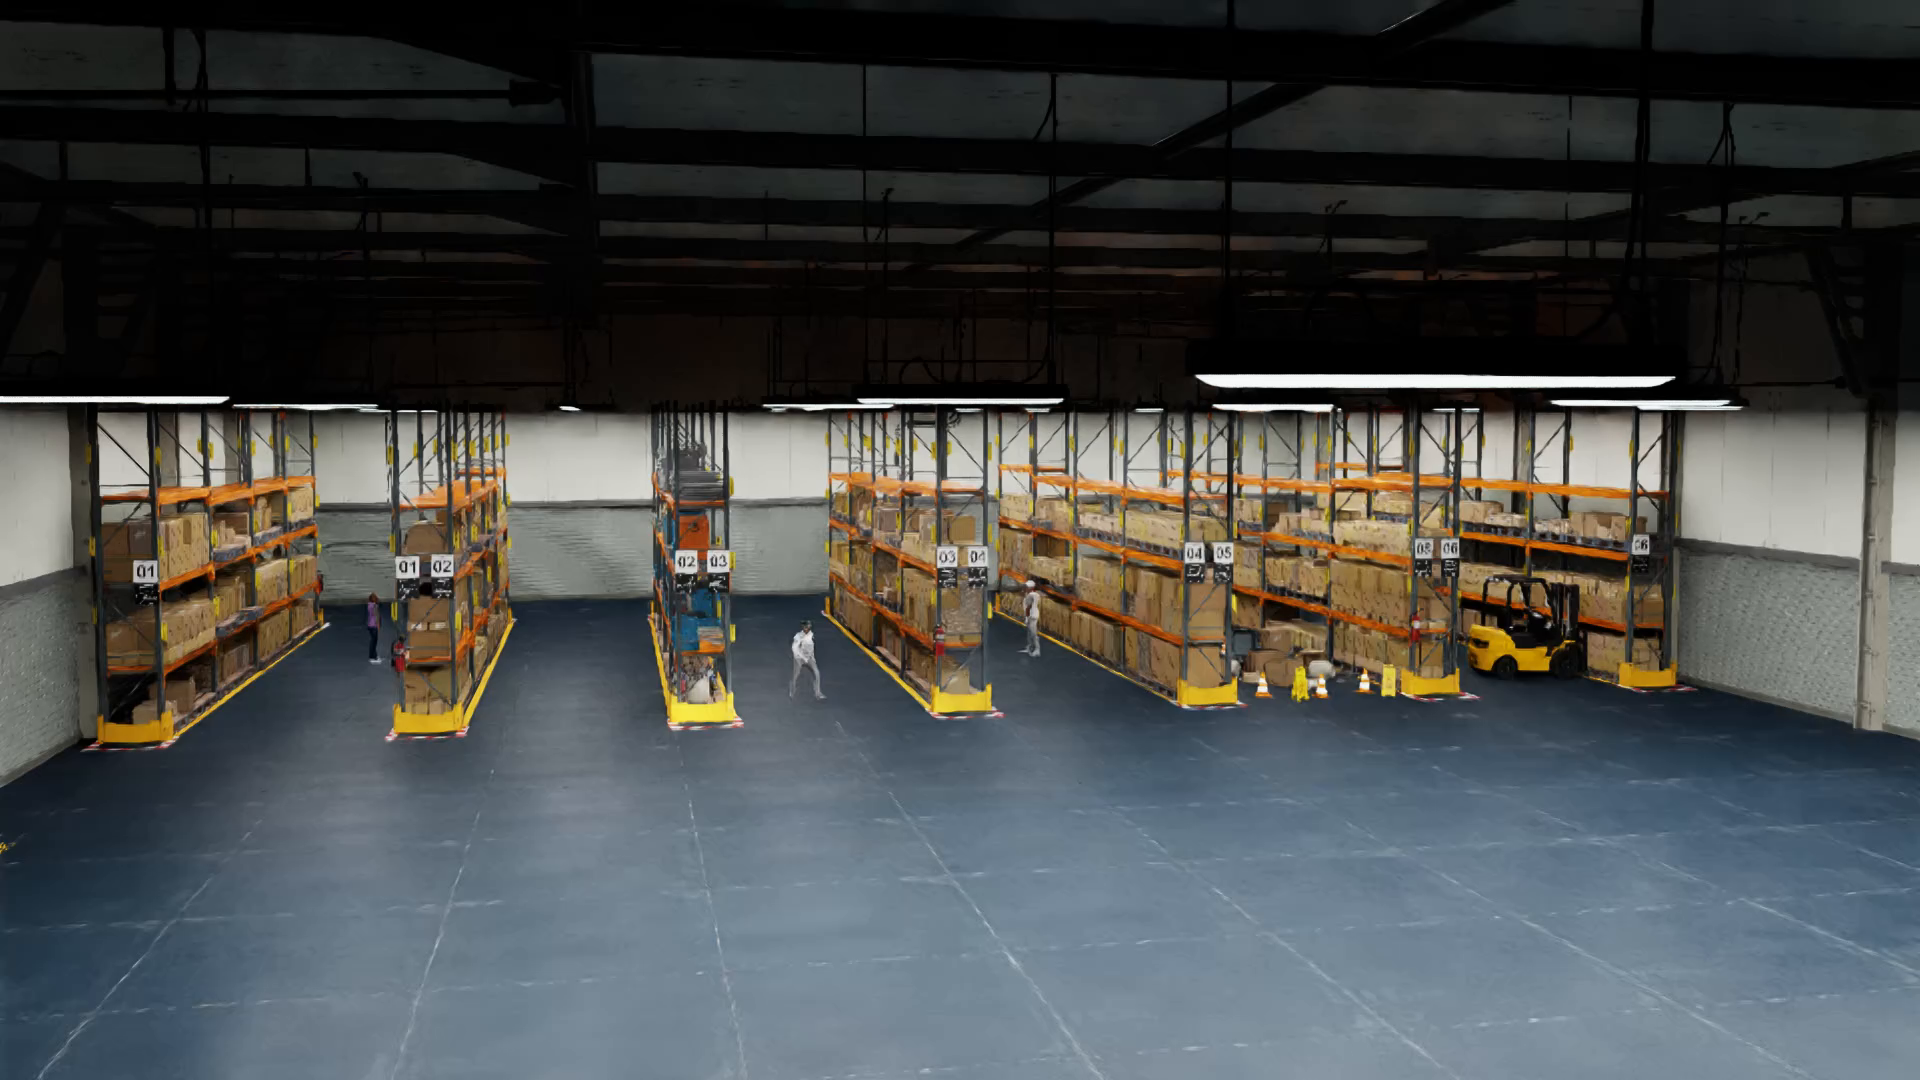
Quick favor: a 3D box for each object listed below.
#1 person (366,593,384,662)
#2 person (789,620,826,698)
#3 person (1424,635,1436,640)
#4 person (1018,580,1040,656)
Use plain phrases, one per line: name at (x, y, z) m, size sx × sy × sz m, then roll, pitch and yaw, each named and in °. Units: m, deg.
person at (-13.530, 2.020, 38.486) m, size 0.406 × 1.587 × 0.468 m, roll -4°, pitch 6°, yaw -41°
person at (-3.137, 2.387, 33.490) m, size 0.632 × 1.611 × 0.773 m, roll -3°, pitch 5°, yaw -32°
person at (10.639, 2.031, 37.796) m, size 0.462 × 1.676 × 0.498 m, roll 1°, pitch 5°, yaw 18°
person at (1.658, 1.836, 39.564) m, size 0.594 × 1.782 × 0.678 m, roll 1°, pitch 4°, yaw 13°
